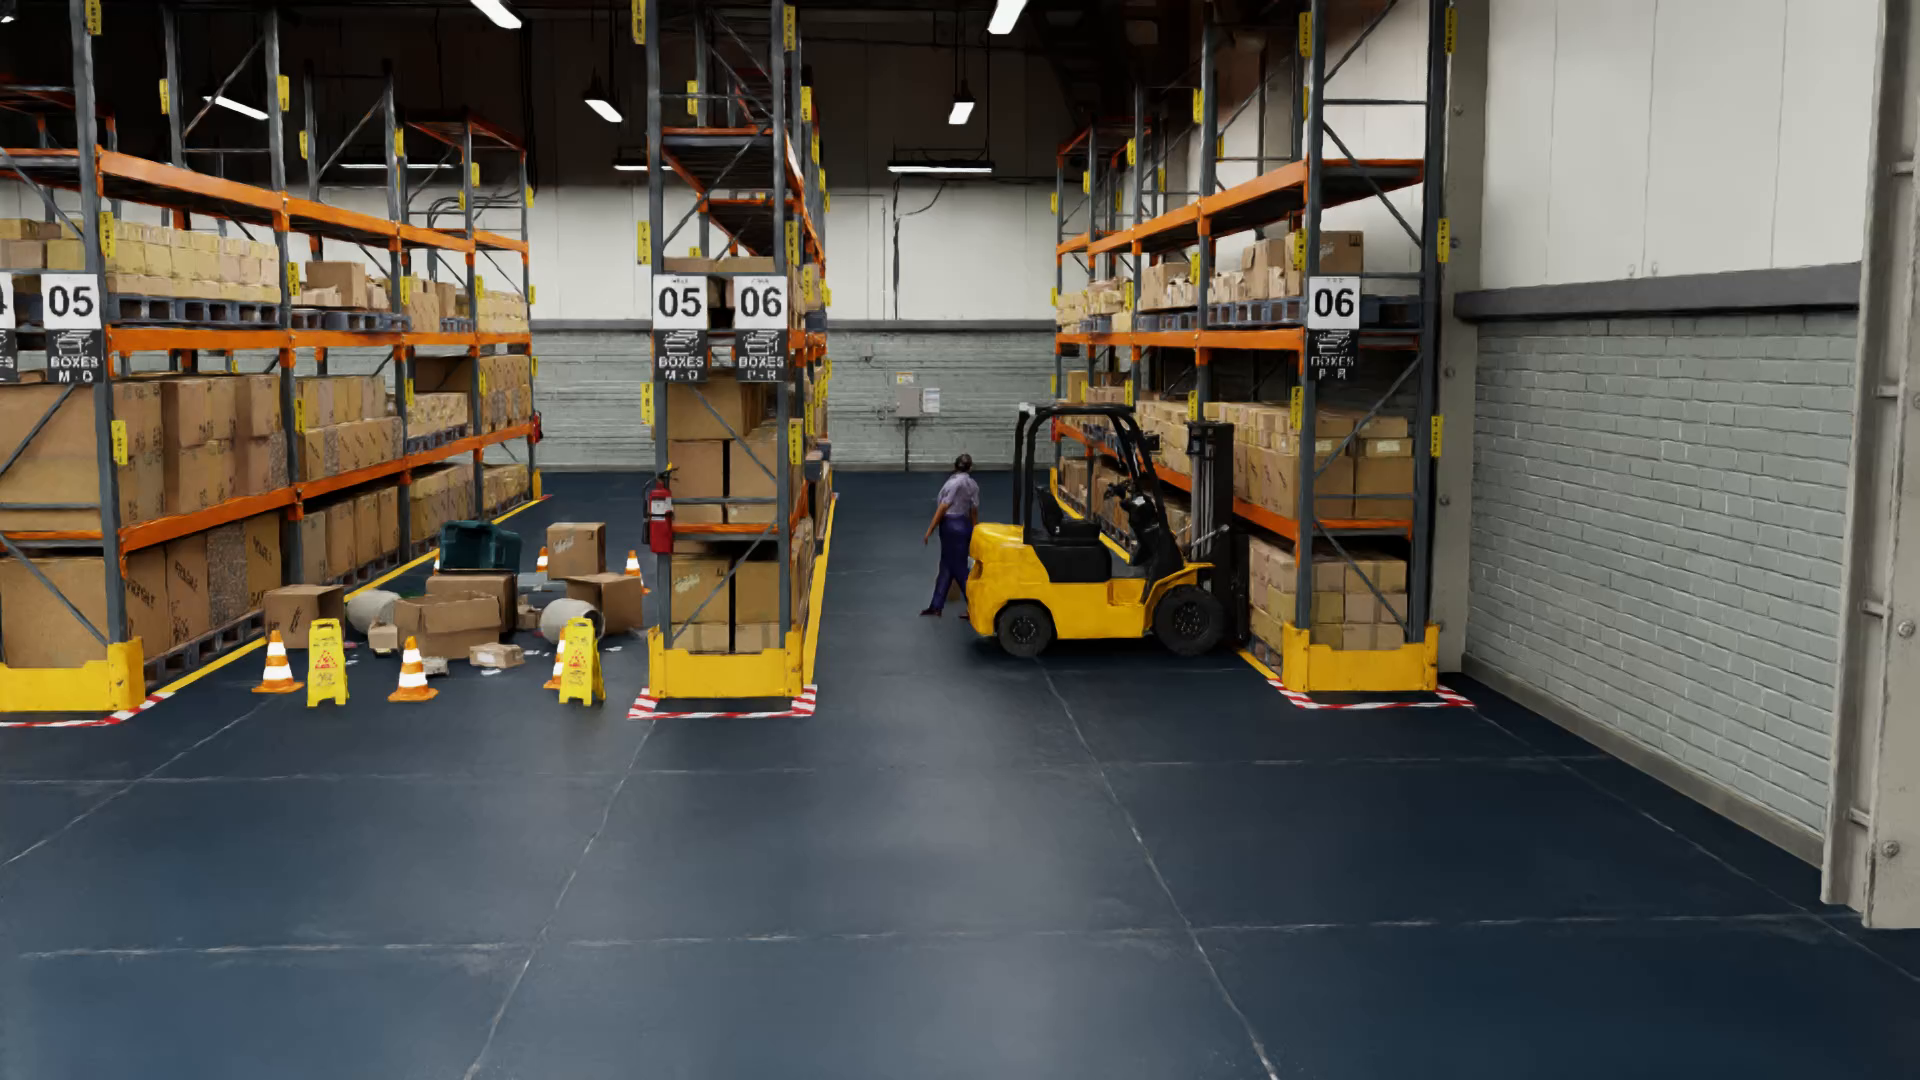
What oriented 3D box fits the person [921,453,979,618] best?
[{"bbox_3d":[-0.063,-0.045,16.331,0.681,1.617,0.528,3,7,21],"label":"person"}]
